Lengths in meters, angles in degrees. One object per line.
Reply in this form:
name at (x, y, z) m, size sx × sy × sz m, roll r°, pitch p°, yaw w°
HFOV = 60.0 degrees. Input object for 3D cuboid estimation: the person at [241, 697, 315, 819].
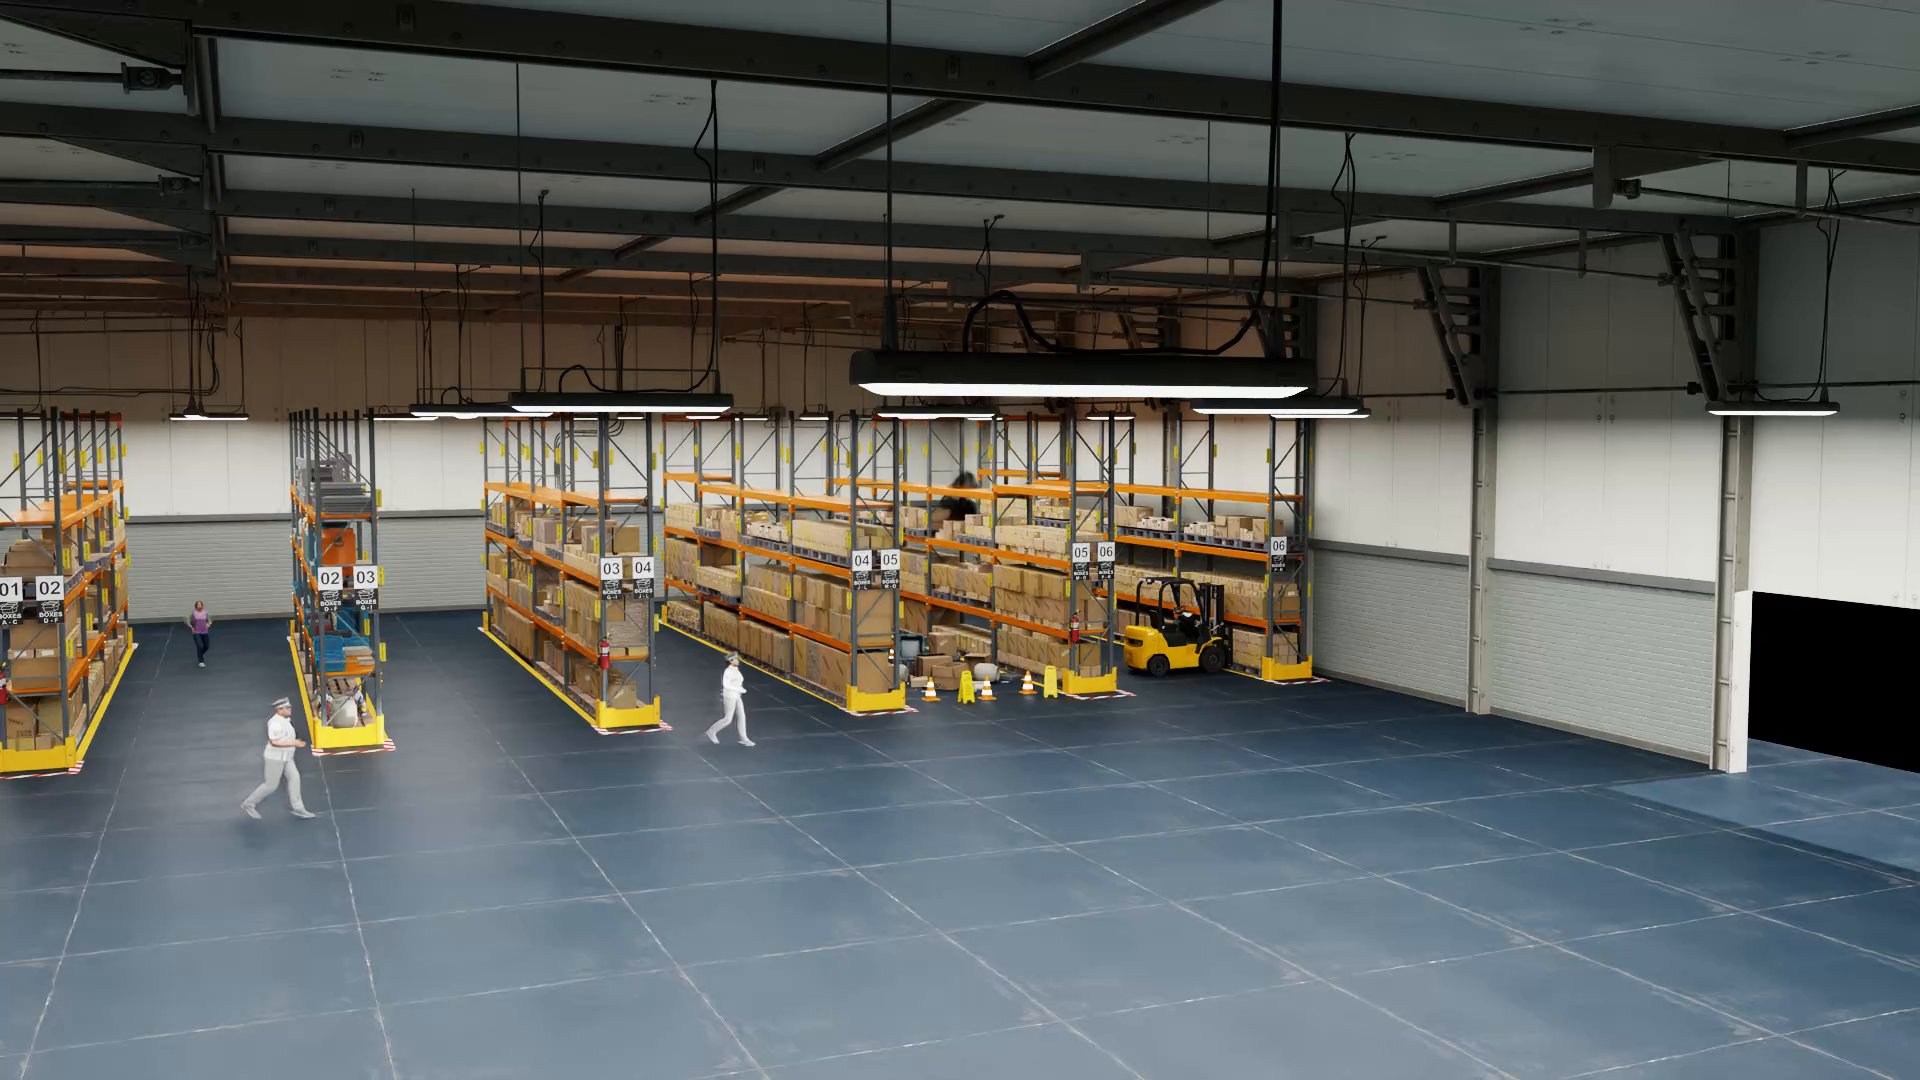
person at (-9.842, 3.152, 23.943) m, size 0.981 × 1.780 × 0.629 m, roll 0°, pitch 4°, yaw -4°

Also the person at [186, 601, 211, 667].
person at (-17.941, 2.206, 39.223) m, size 0.537 × 1.537 × 0.594 m, roll -3°, pitch 5°, yaw -35°

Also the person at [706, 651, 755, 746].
person at (-4.064, 2.808, 29.456) m, size 0.883 × 1.694 × 0.620 m, roll 1°, pitch 4°, yaw 14°
